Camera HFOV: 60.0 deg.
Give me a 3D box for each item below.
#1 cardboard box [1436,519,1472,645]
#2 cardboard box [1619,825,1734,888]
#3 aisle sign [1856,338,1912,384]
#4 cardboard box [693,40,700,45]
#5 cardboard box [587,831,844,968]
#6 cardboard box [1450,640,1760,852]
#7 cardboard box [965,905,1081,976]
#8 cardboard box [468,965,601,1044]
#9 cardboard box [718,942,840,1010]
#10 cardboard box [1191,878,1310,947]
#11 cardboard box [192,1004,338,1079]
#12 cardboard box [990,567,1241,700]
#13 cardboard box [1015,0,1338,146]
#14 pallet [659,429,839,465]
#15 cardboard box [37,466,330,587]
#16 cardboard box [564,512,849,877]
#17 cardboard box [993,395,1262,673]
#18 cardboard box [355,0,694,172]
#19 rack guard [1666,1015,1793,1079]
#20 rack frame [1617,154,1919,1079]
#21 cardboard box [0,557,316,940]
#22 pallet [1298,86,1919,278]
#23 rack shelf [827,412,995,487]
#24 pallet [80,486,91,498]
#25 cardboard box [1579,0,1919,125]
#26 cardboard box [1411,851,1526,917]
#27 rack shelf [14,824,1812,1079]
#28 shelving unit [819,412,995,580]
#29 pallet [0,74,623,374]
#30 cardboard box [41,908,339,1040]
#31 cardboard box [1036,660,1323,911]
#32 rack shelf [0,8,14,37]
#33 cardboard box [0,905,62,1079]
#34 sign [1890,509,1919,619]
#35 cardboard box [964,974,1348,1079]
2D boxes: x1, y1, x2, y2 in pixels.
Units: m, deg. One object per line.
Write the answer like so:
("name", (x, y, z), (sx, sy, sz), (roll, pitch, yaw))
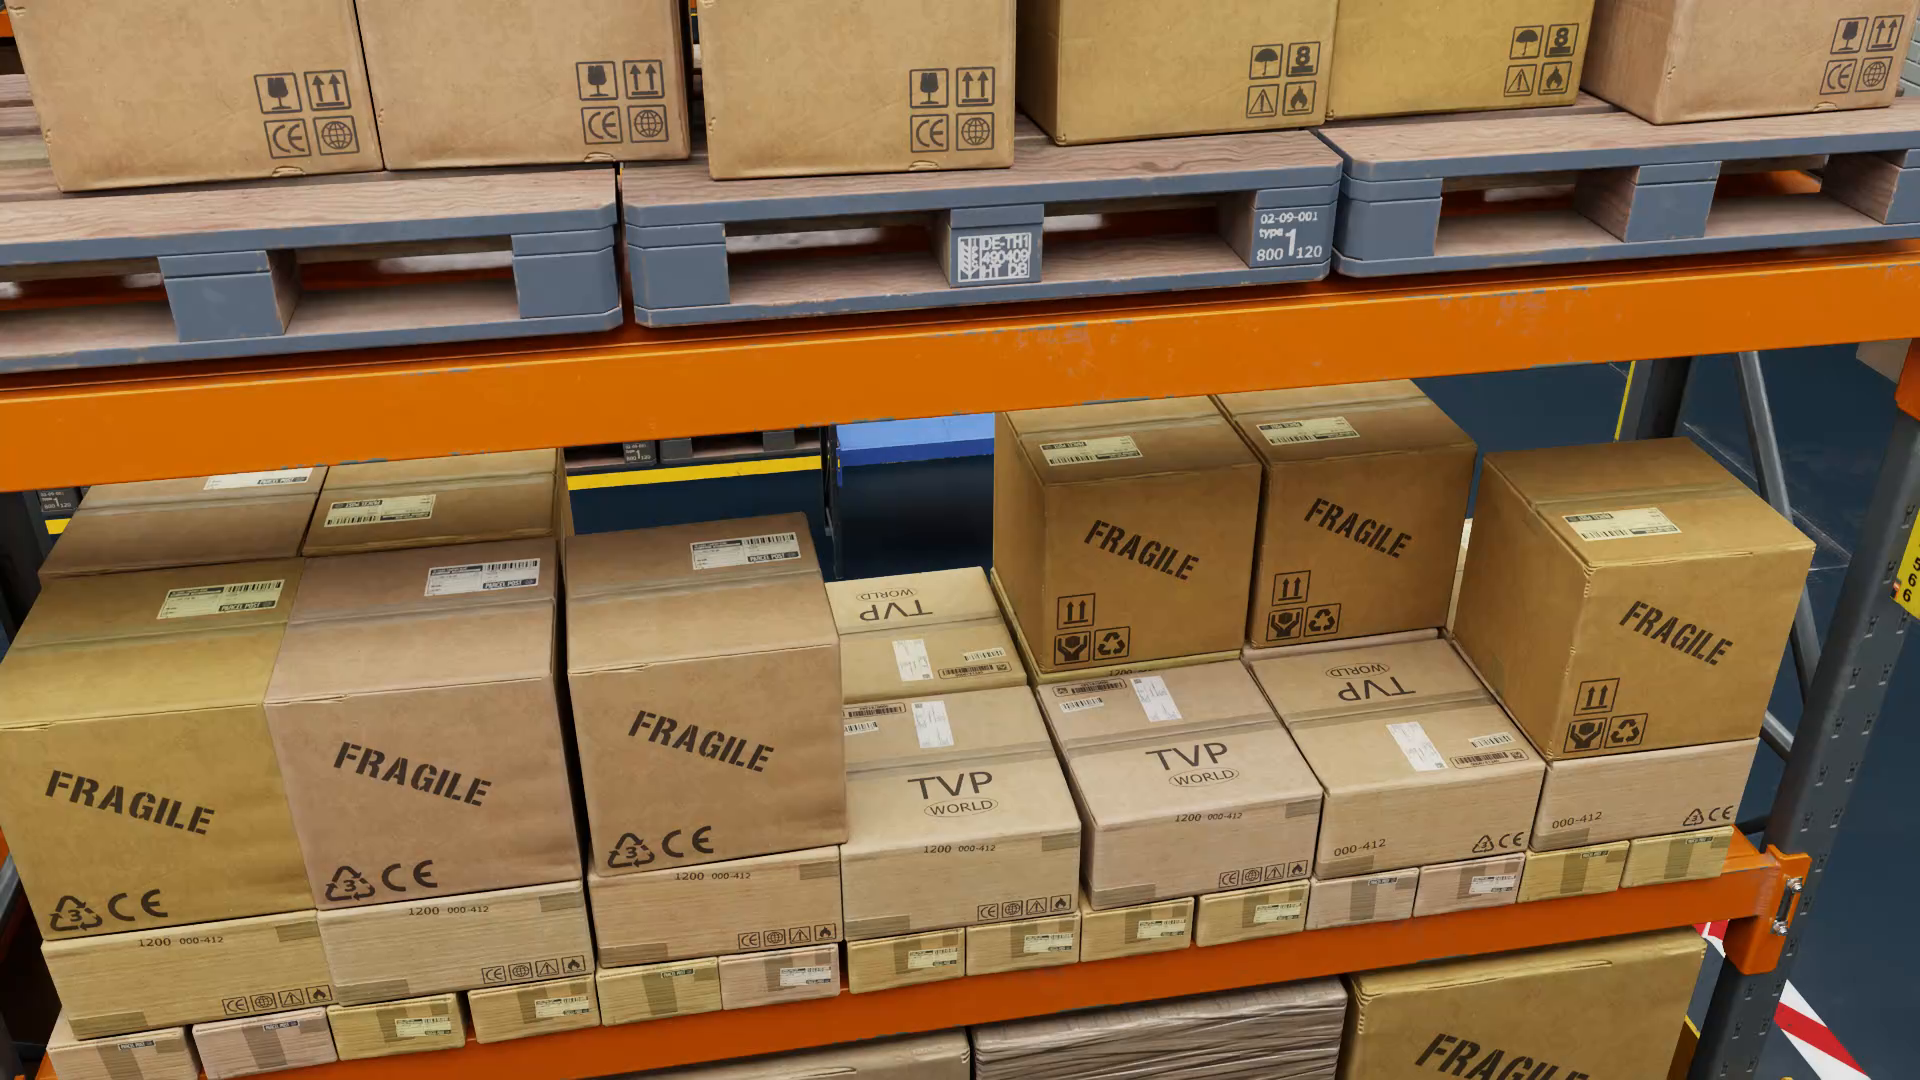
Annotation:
("cardboard box", (1.380, 0.176, 4.345), (0.500, 0.250, 0.500), (-6, 31, -10))
("cardboard box", (1.610, 0.636, 3.958), (0.250, 0.149, 0.380), (-5, 31, -8))
("aisle sign", (2.026, -0.647, 3.326), (0.004, 0.787, 0.394), (-5, 31, -9))
("cardboard box", (-1.967, -3.531, 12.825), (0.637, 0.503, 0.797), (-5, 31, -9))
("cardboard box", (-0.526, 0.627, 3.579), (0.500, 0.250, 0.500), (-5, 31, -8))
("cardboard box", (1.472, 0.444, 3.891), (0.500, 0.250, 0.500), (-6, 31, -10))
("cardboard box", (0.106, 0.775, 3.720), (0.250, 0.149, 0.380), (-5, 31, -8))
("cardboard box", (-0.907, 0.870, 3.559), (0.250, 0.149, 0.380), (-6, 31, -10))
("cardboard box", (-0.408, 0.824, 3.637), (0.250, 0.149, 0.380), (-5, 31, -8))
("cardboard box", (0.605, 0.730, 3.798), (0.250, 0.149, 0.380), (-6, 31, -10))
("cardboard box", (-1.425, 0.919, 3.476), (0.250, 0.149, 0.380), (-6, 31, -11))
("cardboard box", (0.375, 0.271, 4.184), (0.500, 0.250, 0.500), (-6, 31, -11))
("cardboard box", (0.324, -1.093, 3.078), (0.500, 0.500, 0.700), (-7, 31, -12))
("pallet", (-1.007, -0.771, 8.853), (1.213, 0.211, 1.003), (-5, 31, -9))
("cardboard box", (-1.630, 0.134, 3.678), (0.500, 0.500, 0.500), (-4, 31, -7))
("cardboard box", (-0.520, 0.302, 3.392), (0.500, 0.500, 0.500), (-6, 31, -10))
("cardboard box", (0.380, -0.051, 3.992), (0.500, 0.500, 0.500), (-6, 31, -10))
("cardboard box", (-0.745, -1.013, 2.942), (0.500, 0.500, 0.700), (-4, 31, -6))
("rack guard", (1.924, 1.406, 4.866), (0.348, 0.500, 1.175), (-5, 31, -9))
("rack frame", (1.901, 0.331, 4.228), (0.127, 3.000, 1.000), (-5, 31, -9))
("cardboard box", (-1.517, 0.393, 3.237), (0.500, 0.500, 0.500), (-5, 31, -9))
("pallet", (1.173, -0.851, 3.367), (1.213, 0.211, 1.003), (-5, 31, -9))
("rack shelf", (-0.084, -0.484, 7.448), (1.000, 0.185, 0.538), (-5, 31, -9))
("pallet", (-3.692, -0.522, 8.429), (1.213, 0.211, 1.003), (-5, 31, -9))
("cardboard box", (1.399, -1.155, 3.185), (0.500, 0.500, 0.700), (-7, 31, -12))
("cardboard box", (1.106, 0.683, 3.878), (0.250, 0.149, 0.380), (-5, 31, -9))
("rack shelf", (-0.067, 0.823, 4.100), (4.000, 0.370, 1.077), (-5, 31, -9))
("shelving unit", (-0.084, -0.639, 7.357), (1.048, 1.500, 0.538), (-5, 31, -9))
("pallet", (-1.227, -0.628, 2.988), (1.213, 0.211, 1.003), (-5, 31, -9))
("cardboard box", (-1.525, 0.720, 3.421), (0.500, 0.250, 0.500), (-6, 31, -10))
("cardboard box", (0.472, 0.536, 3.733), (0.500, 0.250, 0.500), (-6, 31, -11))
("rack shelf", (-5.782, -3.751, 11.880), (4.000, 0.370, 1.077), (-5, 31, -9))
("cardboard box", (-2.660, 1.499, 3.923), (0.875, 0.875, 1.225), (-5, 31, -9))
("sign", (1.985, 0.001, 3.413), (0.005, 0.325, 0.100), (-5, 31, -9))
("cardboard box", (0.391, 1.247, 4.352), (0.875, 0.875, 0.875), (-5, 31, -9))
